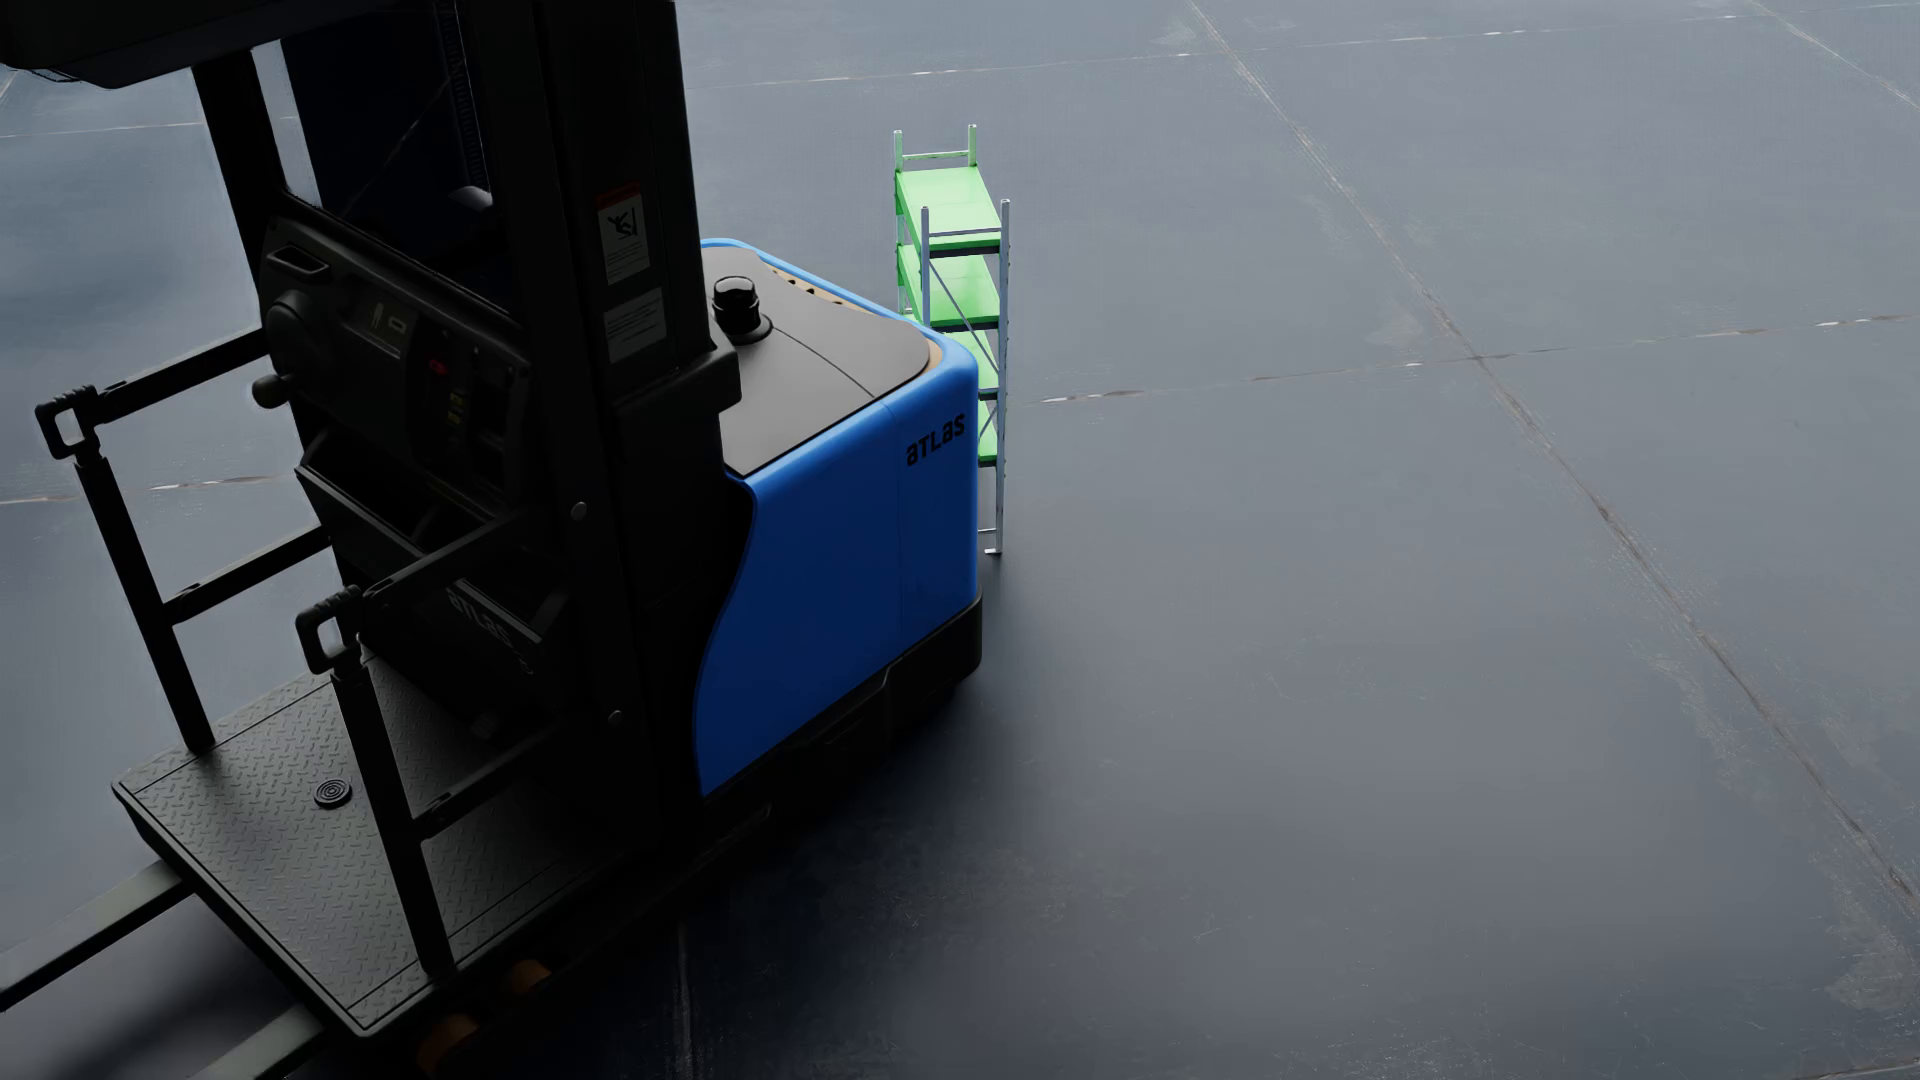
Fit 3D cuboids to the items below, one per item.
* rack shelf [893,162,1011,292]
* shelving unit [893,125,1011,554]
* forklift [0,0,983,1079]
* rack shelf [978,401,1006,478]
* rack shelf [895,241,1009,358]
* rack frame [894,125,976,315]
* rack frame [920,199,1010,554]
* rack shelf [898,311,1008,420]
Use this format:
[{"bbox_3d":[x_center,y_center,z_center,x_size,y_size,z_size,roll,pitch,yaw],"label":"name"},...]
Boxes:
[{"bbox_3d":[-0.029,-0.902,4.755,0.258,0.148,0.480,-6,38,-8],"label":"rack shelf"},{"bbox_3d":[-0.029,-0.574,5.011,0.258,1.200,0.503,-6,38,-8],"label":"shelving unit"},{"bbox_3d":[-1.294,-0.299,3.246,1.130,2.935,3.031,29,46,32],"label":"forklift"},{"bbox_3d":[-0.029,-0.334,5.197,0.258,0.148,0.480,-6,38,-8],"label":"rack shelf"},{"bbox_3d":[-0.029,-0.713,4.903,0.258,0.148,0.480,-6,38,-8],"label":"rack shelf"},{"bbox_3d":[-0.072,-0.721,5.200,0.240,1.200,0.015,-6,38,-8],"label":"rack frame"},{"bbox_3d":[0.014,-0.426,4.821,0.240,1.200,0.015,-6,38,-8],"label":"rack frame"},{"bbox_3d":[-0.029,-0.523,5.050,0.258,0.148,0.480,-6,38,-8],"label":"rack shelf"}]
